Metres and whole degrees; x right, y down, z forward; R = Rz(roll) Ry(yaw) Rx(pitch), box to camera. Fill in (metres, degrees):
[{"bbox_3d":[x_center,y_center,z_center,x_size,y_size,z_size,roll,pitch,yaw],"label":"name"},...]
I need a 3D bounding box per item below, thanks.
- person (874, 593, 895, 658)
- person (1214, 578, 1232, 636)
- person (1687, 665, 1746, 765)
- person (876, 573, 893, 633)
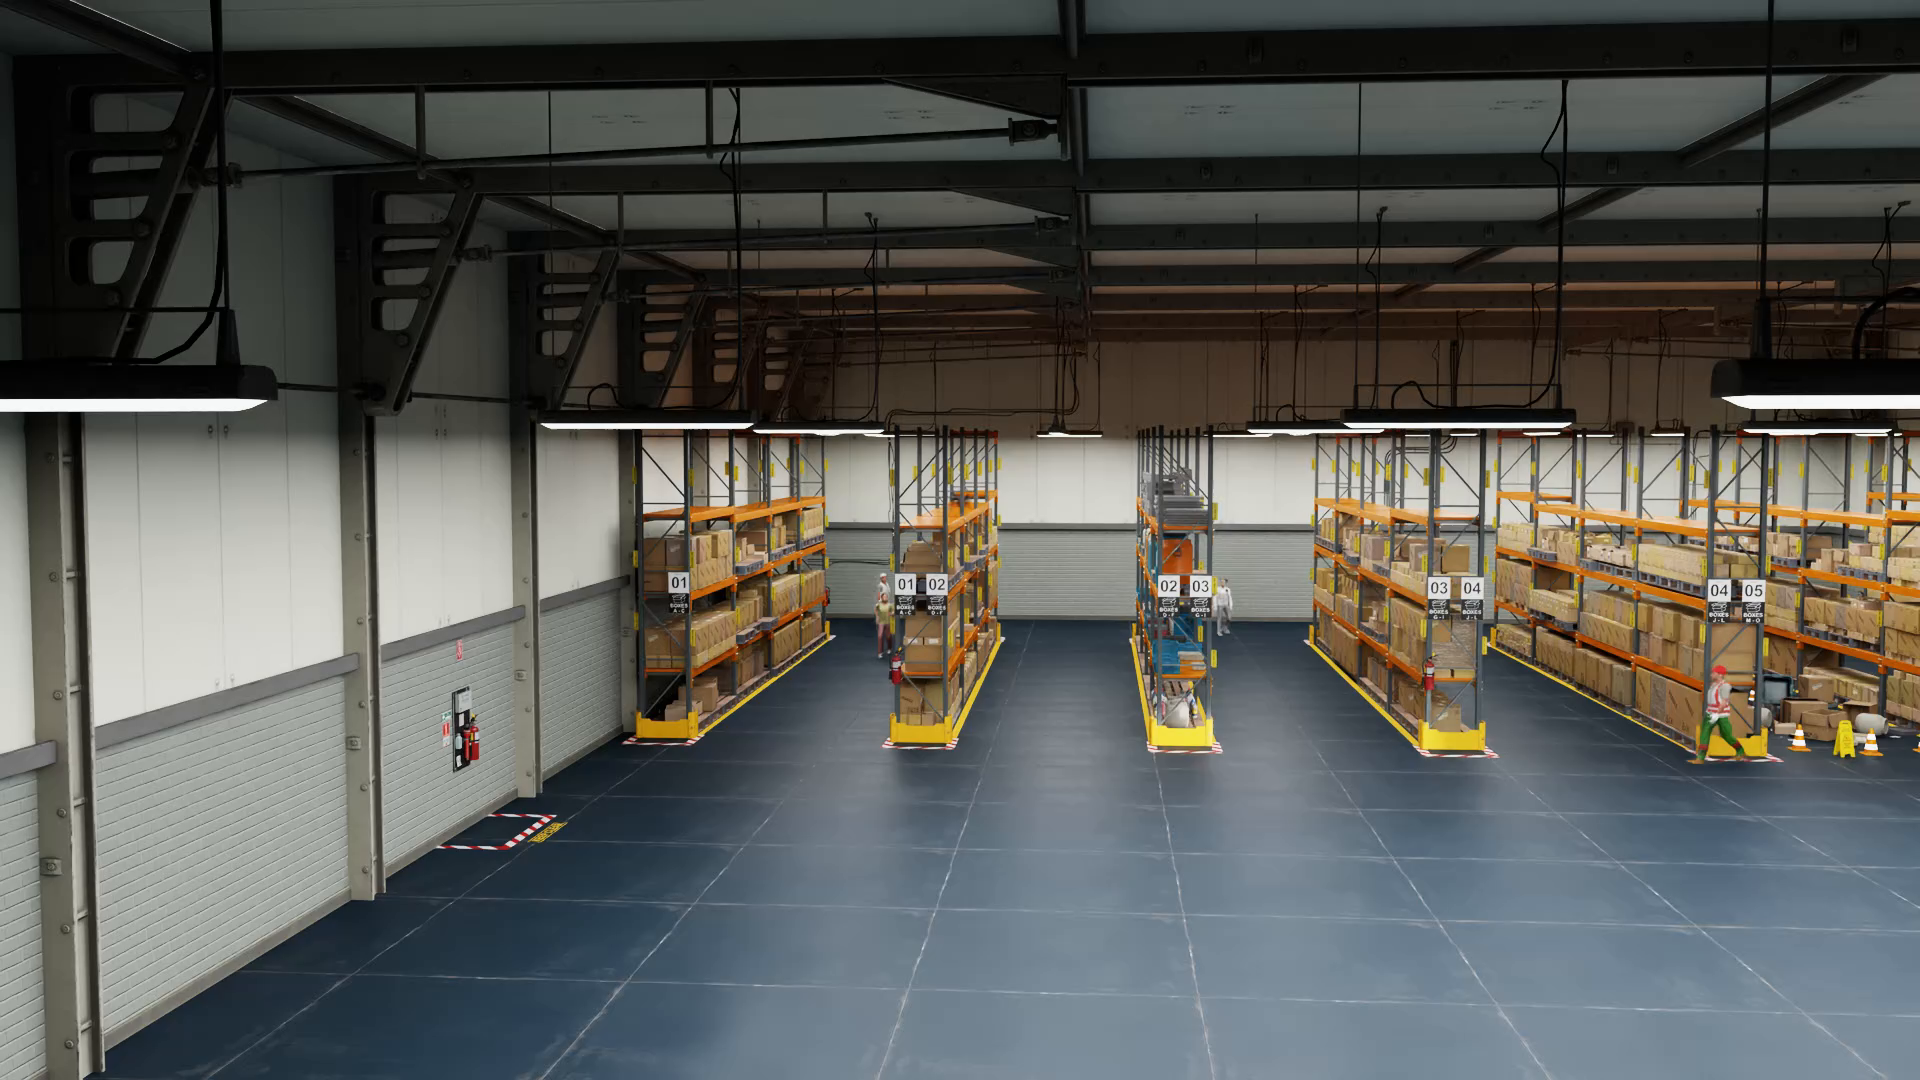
[{"bbox_3d":[-1.983,2.253,43.993,0.611,1.703,0.833,1,3,8],"label":"person"},{"bbox_3d":[7.729,1.951,48.840,0.516,1.694,0.359,0,3,-7],"label":"person"},{"bbox_3d":[13.356,3.084,29.266,1.042,1.761,0.498,-1,4,-21],"label":"person"},{"bbox_3d":[-2.259,1.862,49.182,0.523,1.774,0.554,1,3,9],"label":"person"}]
